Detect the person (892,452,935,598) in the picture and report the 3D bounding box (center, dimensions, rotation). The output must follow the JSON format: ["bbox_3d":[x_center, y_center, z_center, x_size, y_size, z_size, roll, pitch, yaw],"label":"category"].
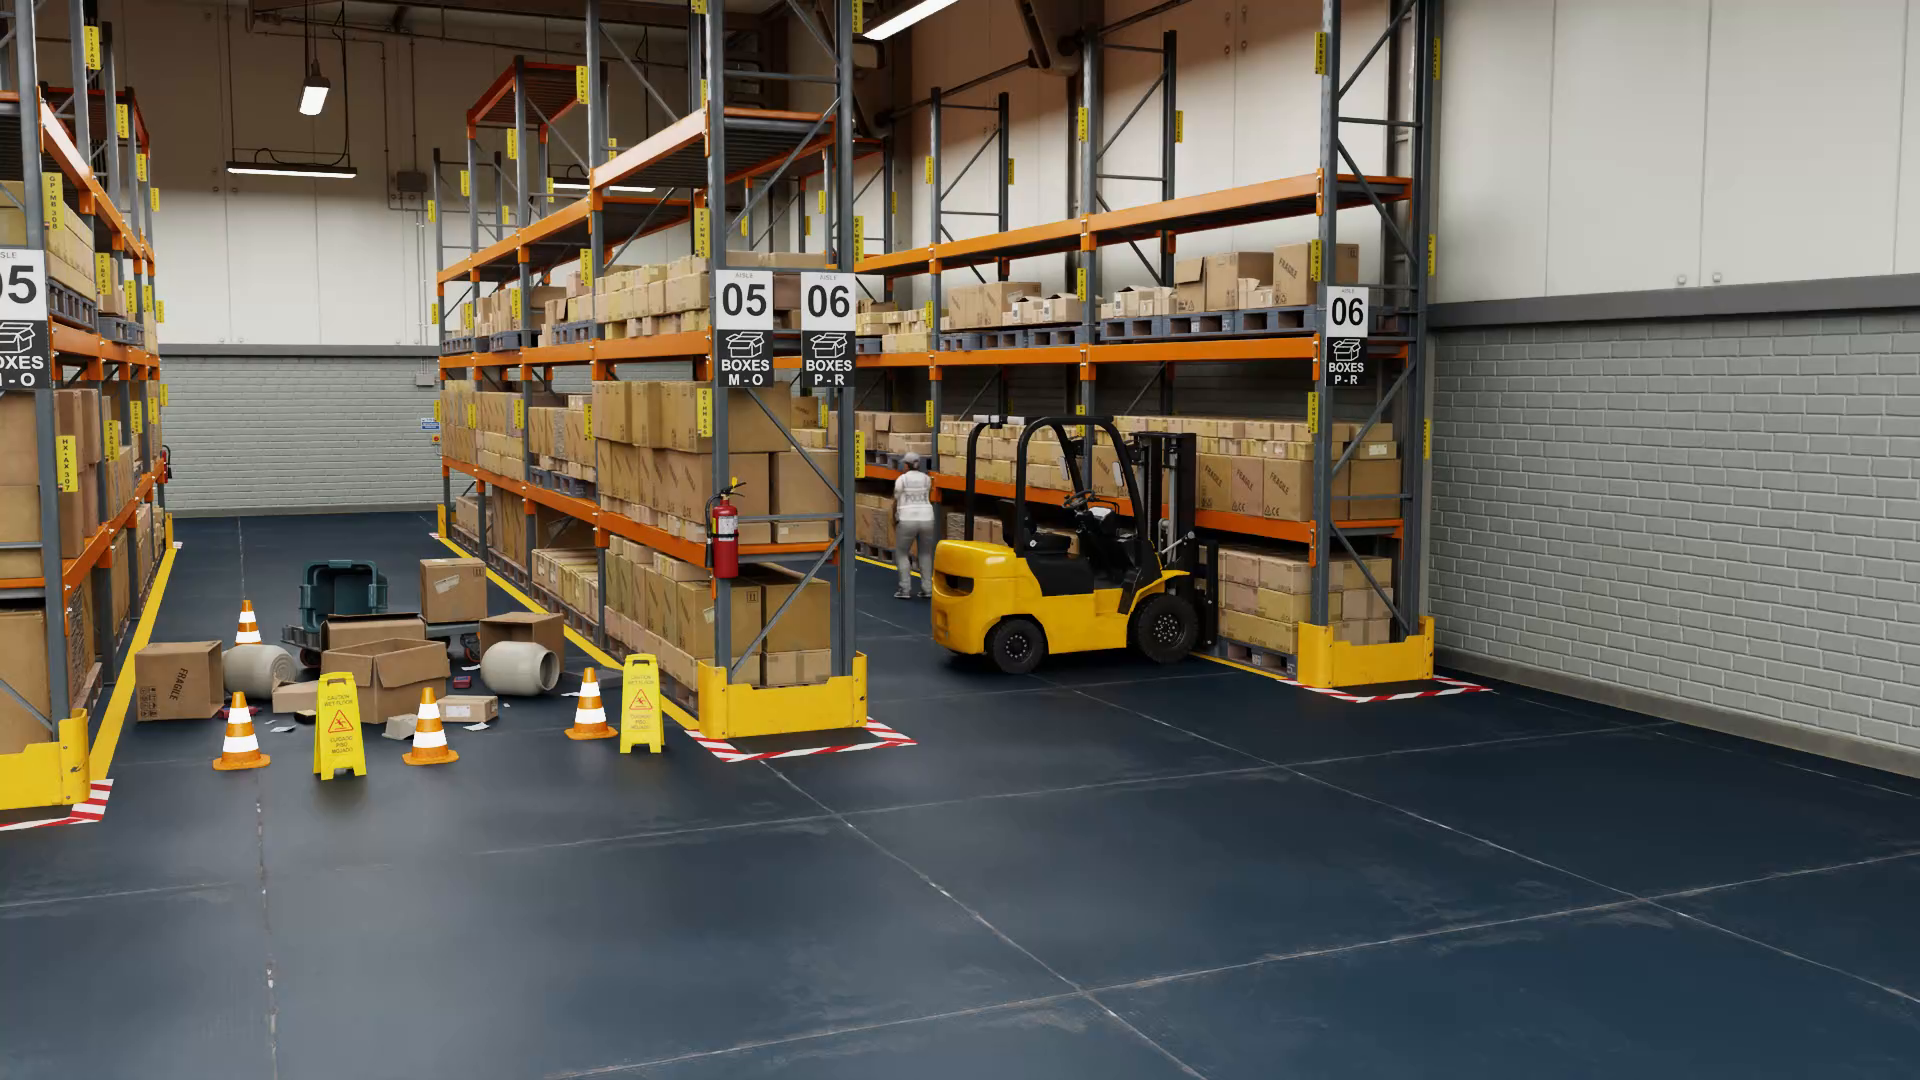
[{"bbox_3d":[-0.548,-0.171,18.843,0.452,1.661,0.551,-2,6,-23],"label":"person"}]
